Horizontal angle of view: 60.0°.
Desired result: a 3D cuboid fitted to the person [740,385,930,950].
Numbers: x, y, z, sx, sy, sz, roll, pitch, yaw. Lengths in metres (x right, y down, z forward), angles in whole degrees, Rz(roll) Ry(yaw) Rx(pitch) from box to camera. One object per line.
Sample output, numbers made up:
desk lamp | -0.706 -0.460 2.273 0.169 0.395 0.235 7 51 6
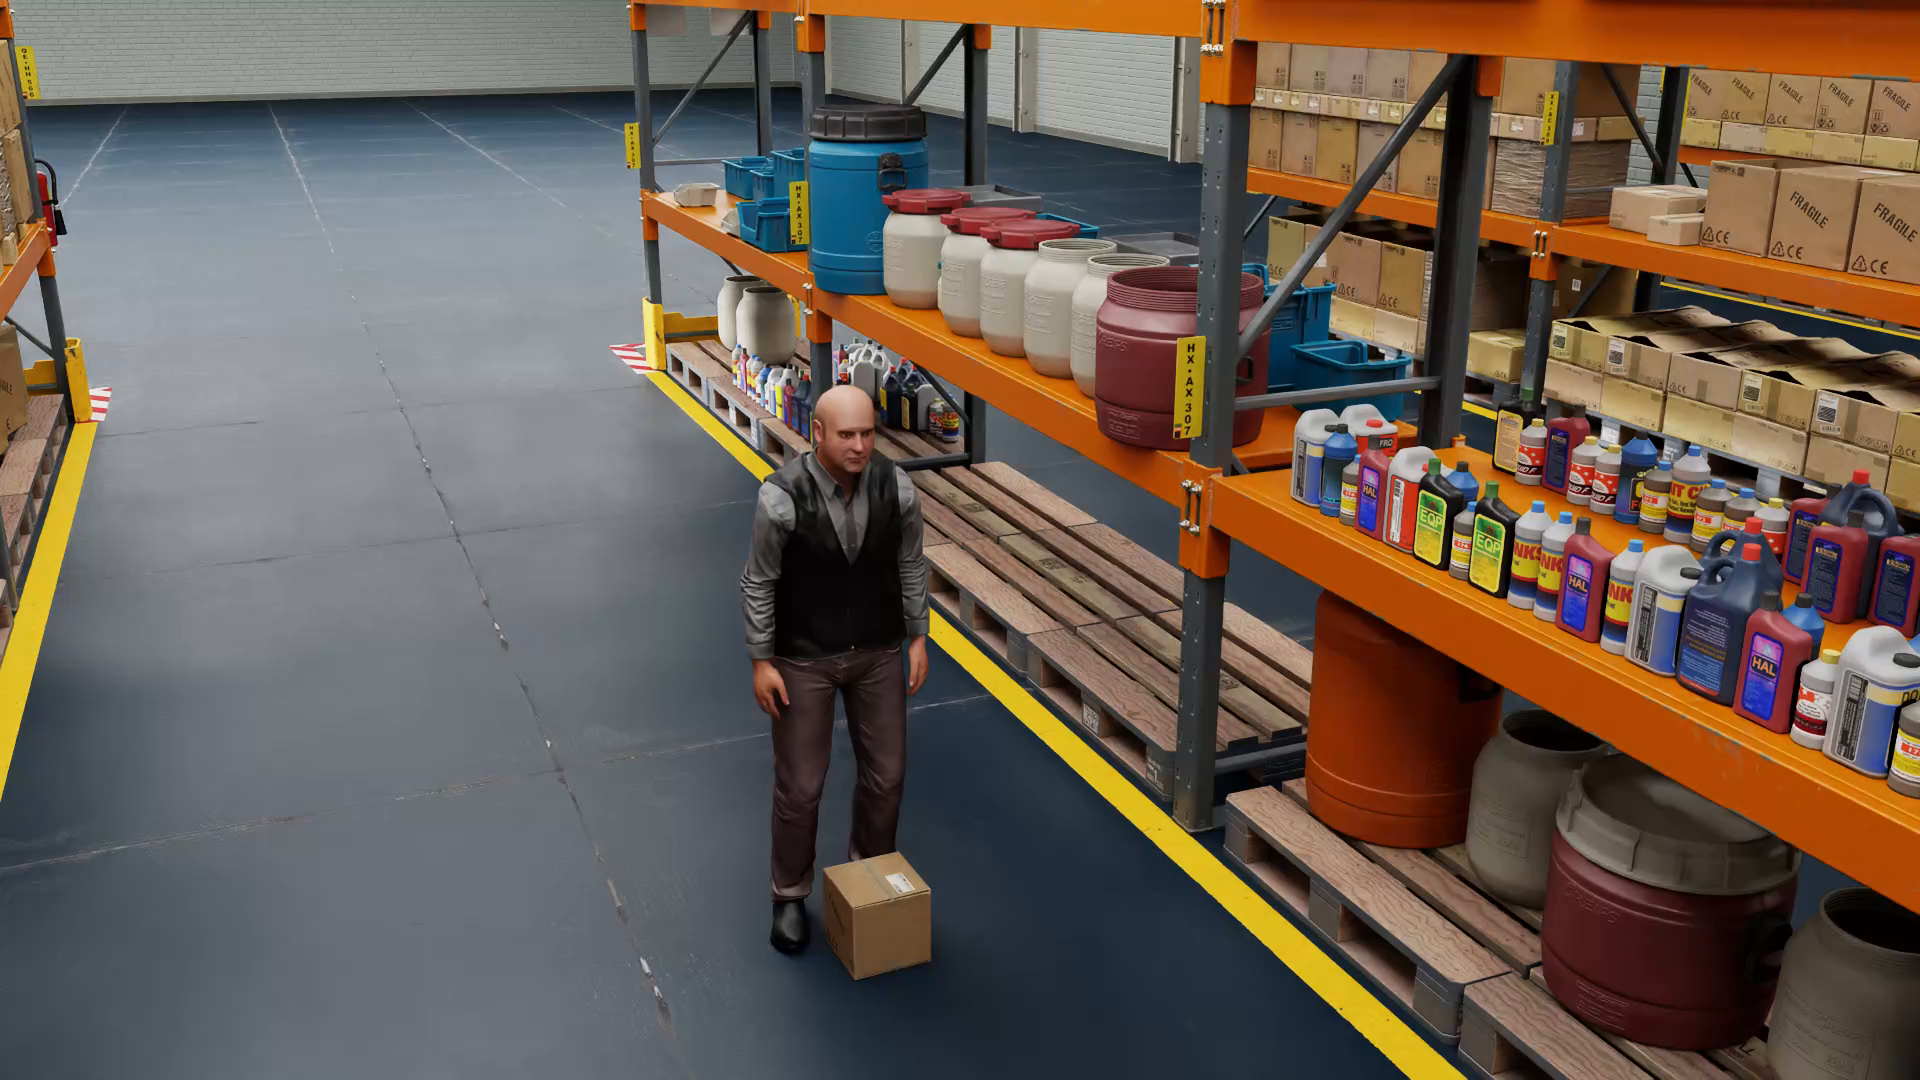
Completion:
person | -0.371 0.358 5.042 0.580 1.721 0.414 -8 20 -22
